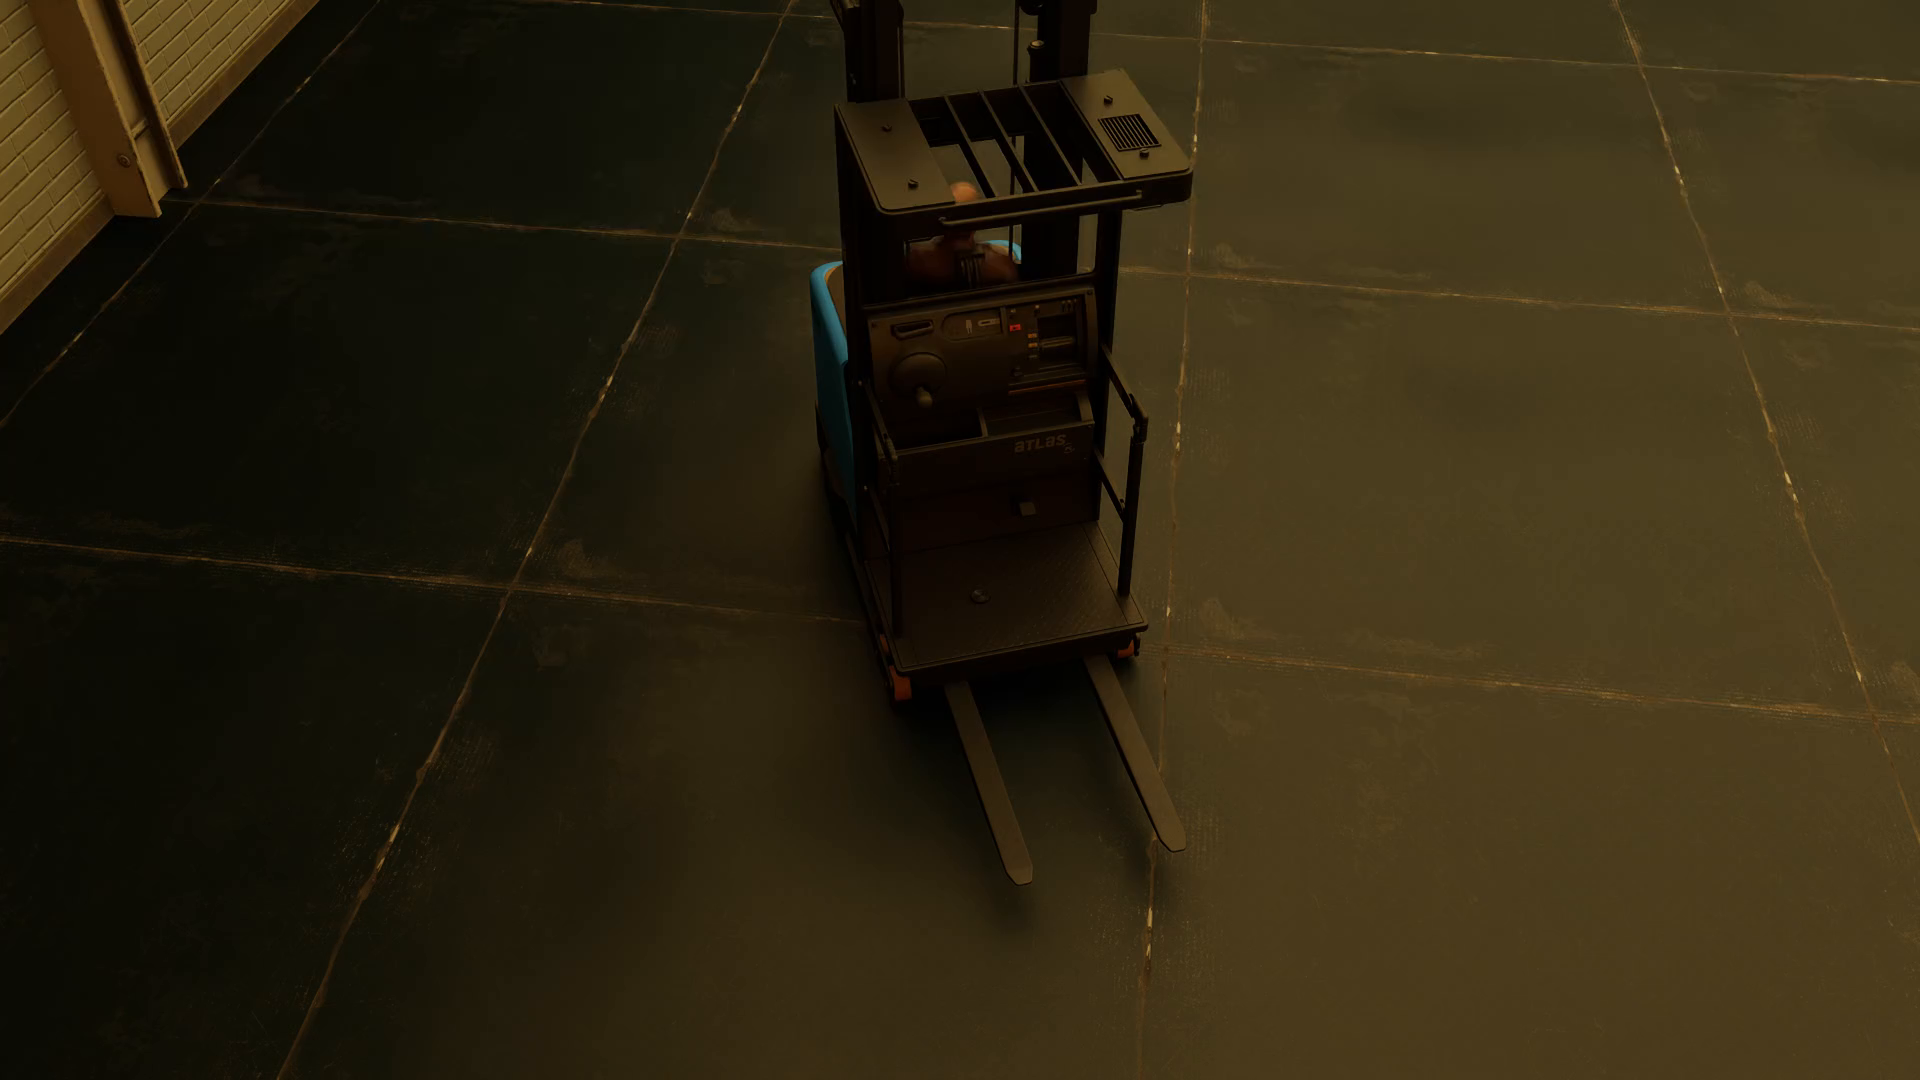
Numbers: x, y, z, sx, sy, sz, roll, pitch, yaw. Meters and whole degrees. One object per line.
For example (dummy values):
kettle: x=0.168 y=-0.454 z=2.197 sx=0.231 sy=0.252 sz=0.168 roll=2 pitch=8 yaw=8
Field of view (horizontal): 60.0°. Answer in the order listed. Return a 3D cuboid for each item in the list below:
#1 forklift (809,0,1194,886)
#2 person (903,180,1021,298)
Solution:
forklift: x=0.153 y=-0.681 z=6.465 sx=1.130 sy=2.935 sz=3.031 roll=-10 pitch=44 yaw=-11
person: x=0.004 y=-0.797 z=7.151 sx=0.567 sy=1.711 sz=0.326 roll=5 pitch=43 yaw=6
